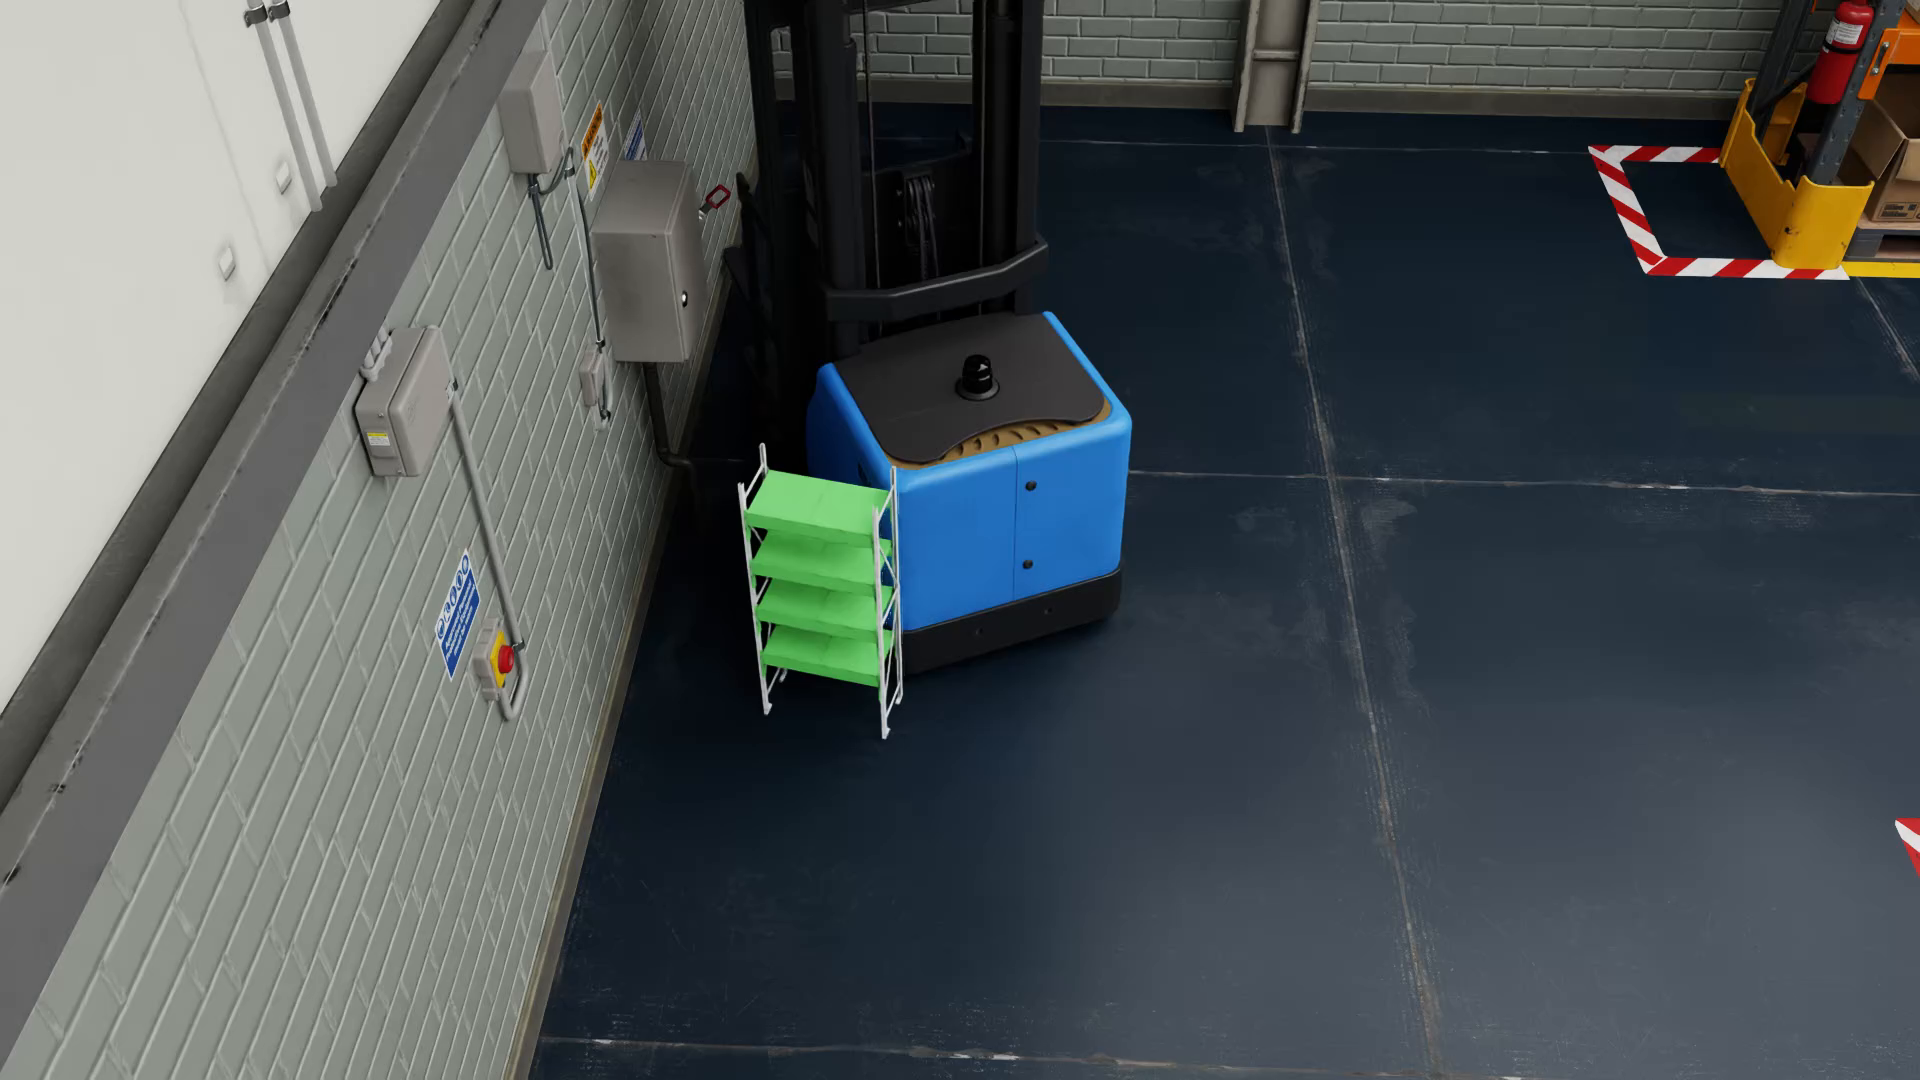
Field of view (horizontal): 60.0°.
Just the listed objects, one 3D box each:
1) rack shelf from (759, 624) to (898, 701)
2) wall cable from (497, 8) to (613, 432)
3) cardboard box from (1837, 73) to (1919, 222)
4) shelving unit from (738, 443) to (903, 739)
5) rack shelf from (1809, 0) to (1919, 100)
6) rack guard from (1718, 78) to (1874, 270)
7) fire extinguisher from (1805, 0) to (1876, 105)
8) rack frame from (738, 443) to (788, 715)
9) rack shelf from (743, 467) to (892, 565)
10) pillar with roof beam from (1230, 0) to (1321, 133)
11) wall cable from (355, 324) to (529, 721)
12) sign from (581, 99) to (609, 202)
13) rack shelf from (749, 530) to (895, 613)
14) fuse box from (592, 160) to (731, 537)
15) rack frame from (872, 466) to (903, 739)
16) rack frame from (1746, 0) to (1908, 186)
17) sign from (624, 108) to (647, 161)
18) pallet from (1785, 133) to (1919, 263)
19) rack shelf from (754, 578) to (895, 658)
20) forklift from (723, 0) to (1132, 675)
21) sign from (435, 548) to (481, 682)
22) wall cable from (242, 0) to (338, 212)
[{"bbox_3d":[-0.502,0.439,6.429,0.480,0.148,0.258,10,44,11],"label":"rack shelf"},{"bbox_3d":[-1.305,-1.060,5.528,0.122,1.984,0.588,2,43,2],"label":"wall cable"},{"bbox_3d":[5.103,-2.102,8.915,0.637,0.503,0.797,0,43,0],"label":"cardboard box"},{"bbox_3d":[-0.501,0.216,6.222,0.503,1.200,0.258,10,44,11],"label":"shelving unit"},{"bbox_3d":[6.494,-2.621,8.476,4.000,0.370,1.077,2,43,2],"label":"rack shelf"},{"bbox_3d":[4.572,-2.028,9.146,0.348,0.500,1.175,2,43,2],"label":"rack guard"},{"bbox_3d":[4.329,-2.470,8.117,0.183,0.674,0.296,2,43,2],"label":"fire extinguisher"},{"bbox_3d":[-0.736,0.173,6.267,0.015,1.200,0.240,10,44,11],"label":"rack frame"},{"bbox_3d":[-0.499,-0.089,5.939,0.480,0.148,0.258,10,44,11],"label":"rack shelf"},{"bbox_3d":[1.650,-2.905,3.852,0.400,9.000,9.100,2,43,2],"label":"pillar with roof beam"},{"bbox_3d":[-1.357,-0.106,4.480,0.123,1.953,0.585,2,43,2],"label":"wall cable"},{"bbox_3d":[-1.326,-1.419,6.052,0.001,0.242,0.339,2,43,2],"label":"sign"},{"bbox_3d":[-0.500,0.087,6.102,0.480,0.148,0.258,10,44,11],"label":"rack shelf"},{"bbox_3d":[-1.117,-0.677,6.807,0.414,1.711,0.539,2,43,2],"label":"fuse box"},{"bbox_3d":[-0.265,0.260,6.176,0.015,1.200,0.240,10,44,11],"label":"rack frame"},{"bbox_3d":[4.497,-2.945,8.296,0.127,3.000,1.000,2,43,2],"label":"rack frame"},{"bbox_3d":[-1.302,-1.456,6.768,0.001,0.494,0.329,2,43,2],"label":"sign"},{"bbox_3d":[5.369,-1.899,9.219,1.213,0.211,1.003,2,43,2],"label":"pallet"},{"bbox_3d":[-0.501,0.263,6.265,0.480,0.148,0.258,10,44,11],"label":"rack shelf"},{"bbox_3d":[-0.352,-1.550,6.849,1.130,2.935,3.031,-15,45,-16],"label":"forklift"},{"bbox_3d":[-1.421,0.210,4.711,0.001,0.218,0.327,2,43,2],"label":"sign"},{"bbox_3d":[-1.418,-1.743,2.605,0.029,3.000,0.463,2,43,2],"label":"wall cable"}]
